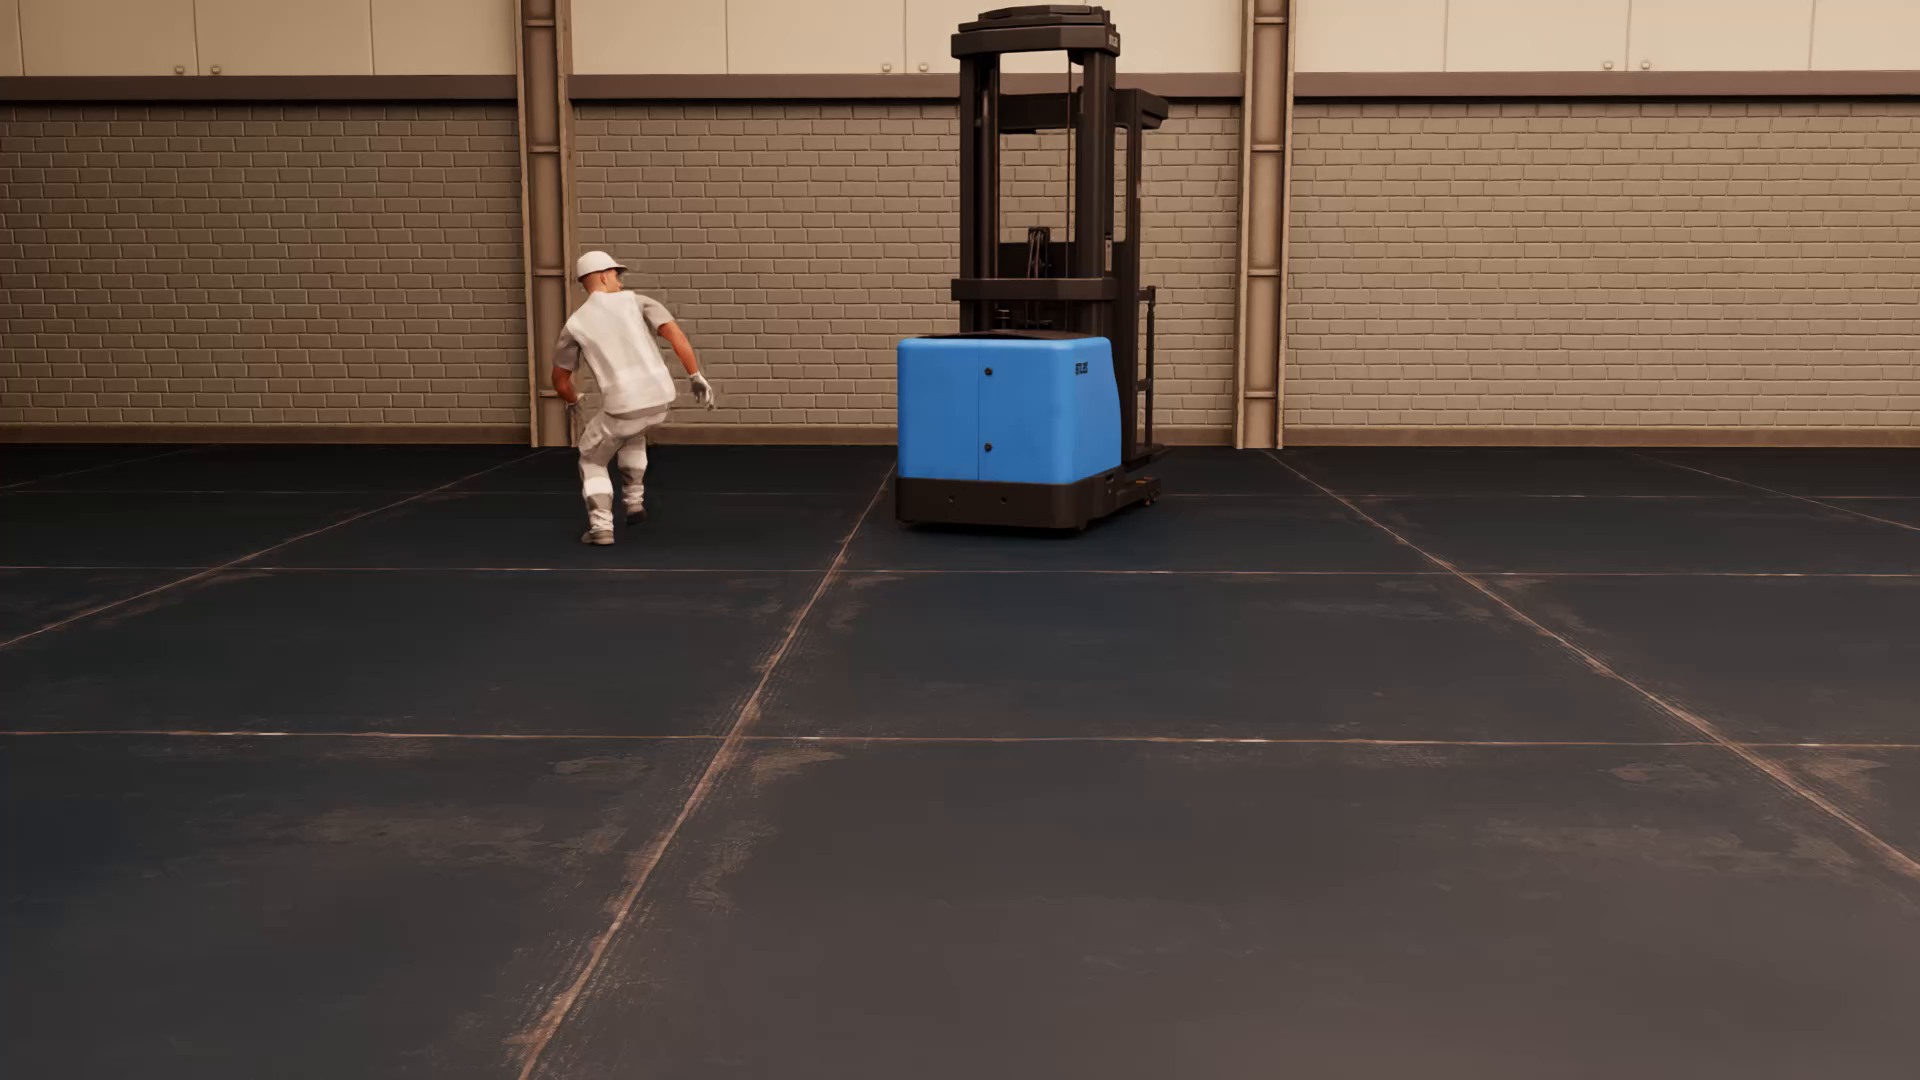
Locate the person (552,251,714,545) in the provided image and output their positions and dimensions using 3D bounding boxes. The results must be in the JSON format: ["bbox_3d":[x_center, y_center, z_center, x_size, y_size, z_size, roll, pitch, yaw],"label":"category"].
[{"bbox_3d":[-1.804,-0.775,9.014,0.781,1.561,0.772,-4,10,-24],"label":"person"}]

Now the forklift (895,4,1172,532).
[{"bbox_3d":[0.636,-1.676,10.268,1.130,2.935,3.031,3,9,21],"label":"forklift"}]
